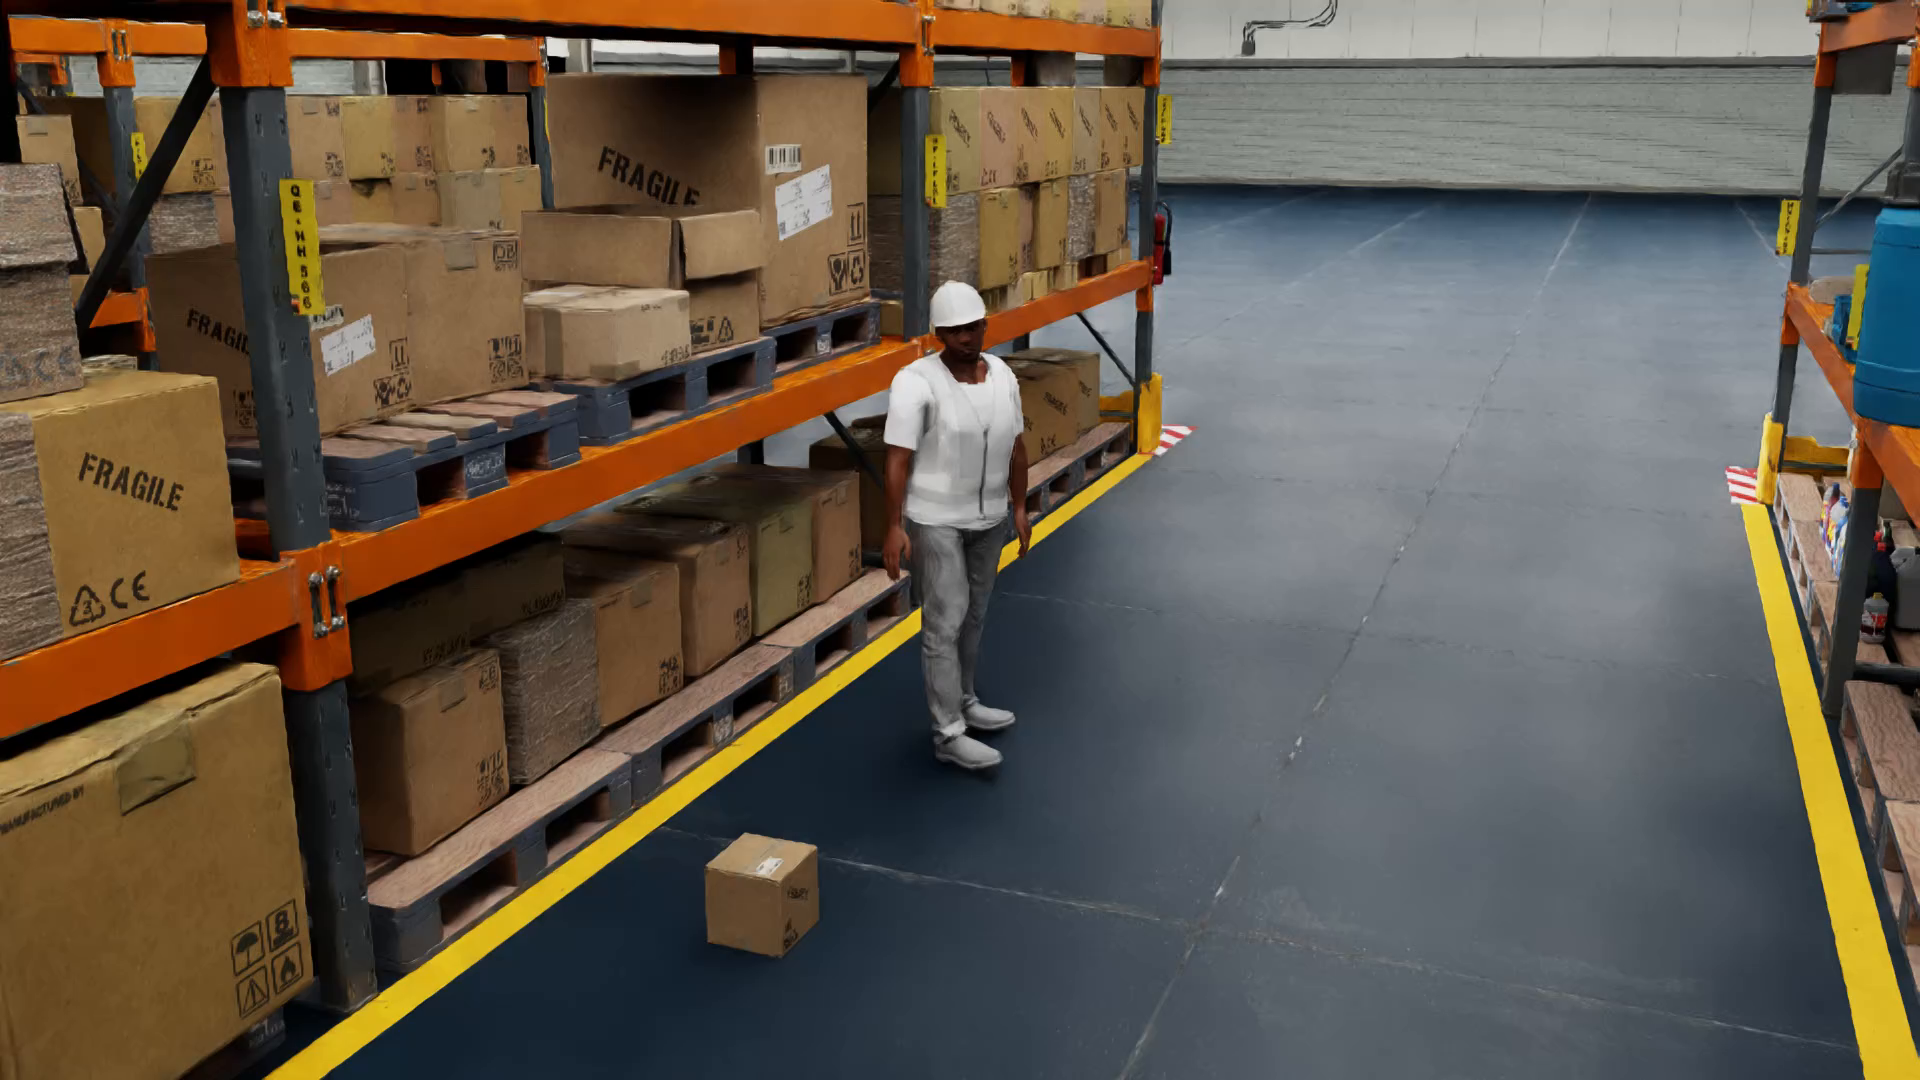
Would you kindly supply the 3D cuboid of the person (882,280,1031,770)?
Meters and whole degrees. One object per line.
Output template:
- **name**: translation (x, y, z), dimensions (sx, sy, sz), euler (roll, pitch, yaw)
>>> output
- **person**: translation (0.018, -0.058, 6.094), dimensions (0.675, 1.763, 0.572), euler (-13, 20, -40)
